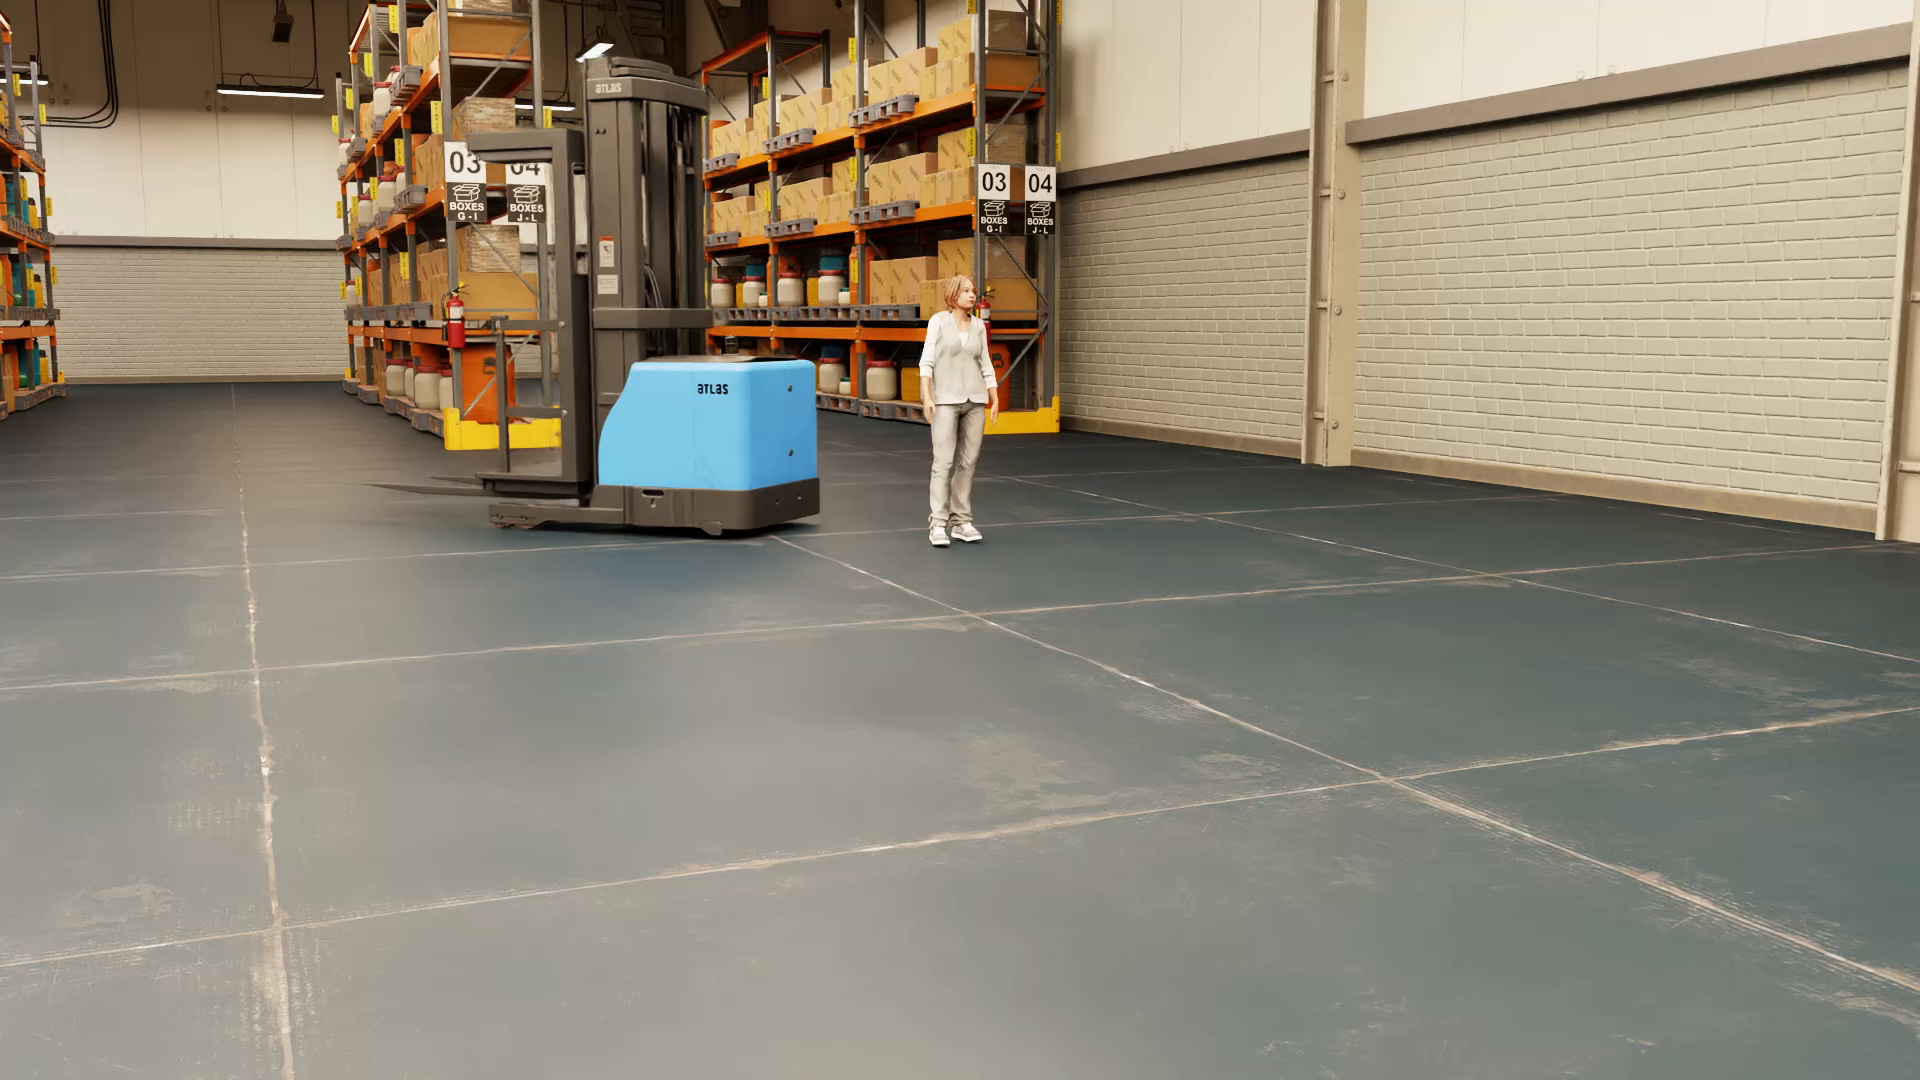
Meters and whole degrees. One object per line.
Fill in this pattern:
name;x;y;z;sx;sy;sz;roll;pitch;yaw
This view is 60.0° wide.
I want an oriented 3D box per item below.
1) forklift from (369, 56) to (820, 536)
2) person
forklift;-2.491;-1.576;10.895;3.031;2.935;1.130;3;8;22
person;0.017;-0.789;9.976;0.521;1.596;0.475;-3;8;-23
